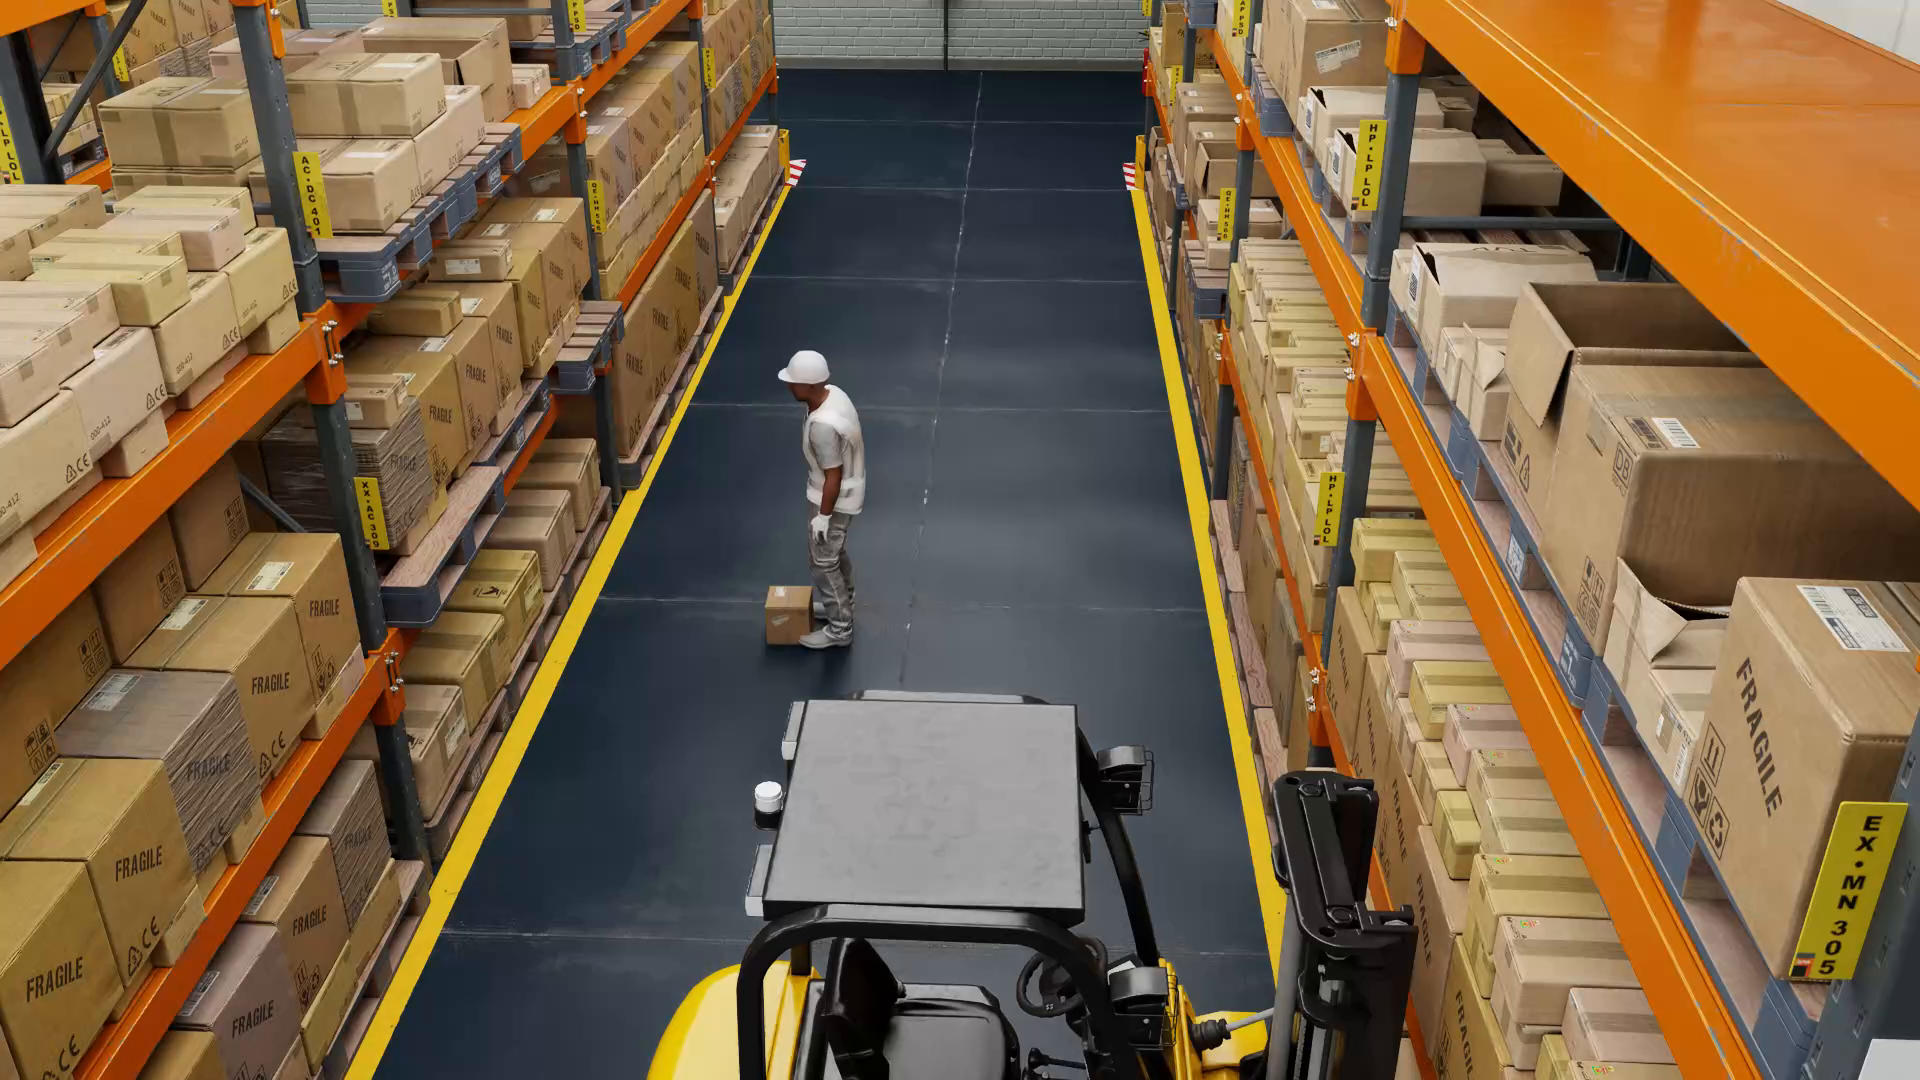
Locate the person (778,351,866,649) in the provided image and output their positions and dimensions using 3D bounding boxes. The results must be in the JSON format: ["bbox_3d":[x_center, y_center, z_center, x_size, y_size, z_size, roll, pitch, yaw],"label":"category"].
[{"bbox_3d":[-0.750,-0.235,9.293,0.450,1.773,0.622,-1,28,-1],"label":"person"}]
